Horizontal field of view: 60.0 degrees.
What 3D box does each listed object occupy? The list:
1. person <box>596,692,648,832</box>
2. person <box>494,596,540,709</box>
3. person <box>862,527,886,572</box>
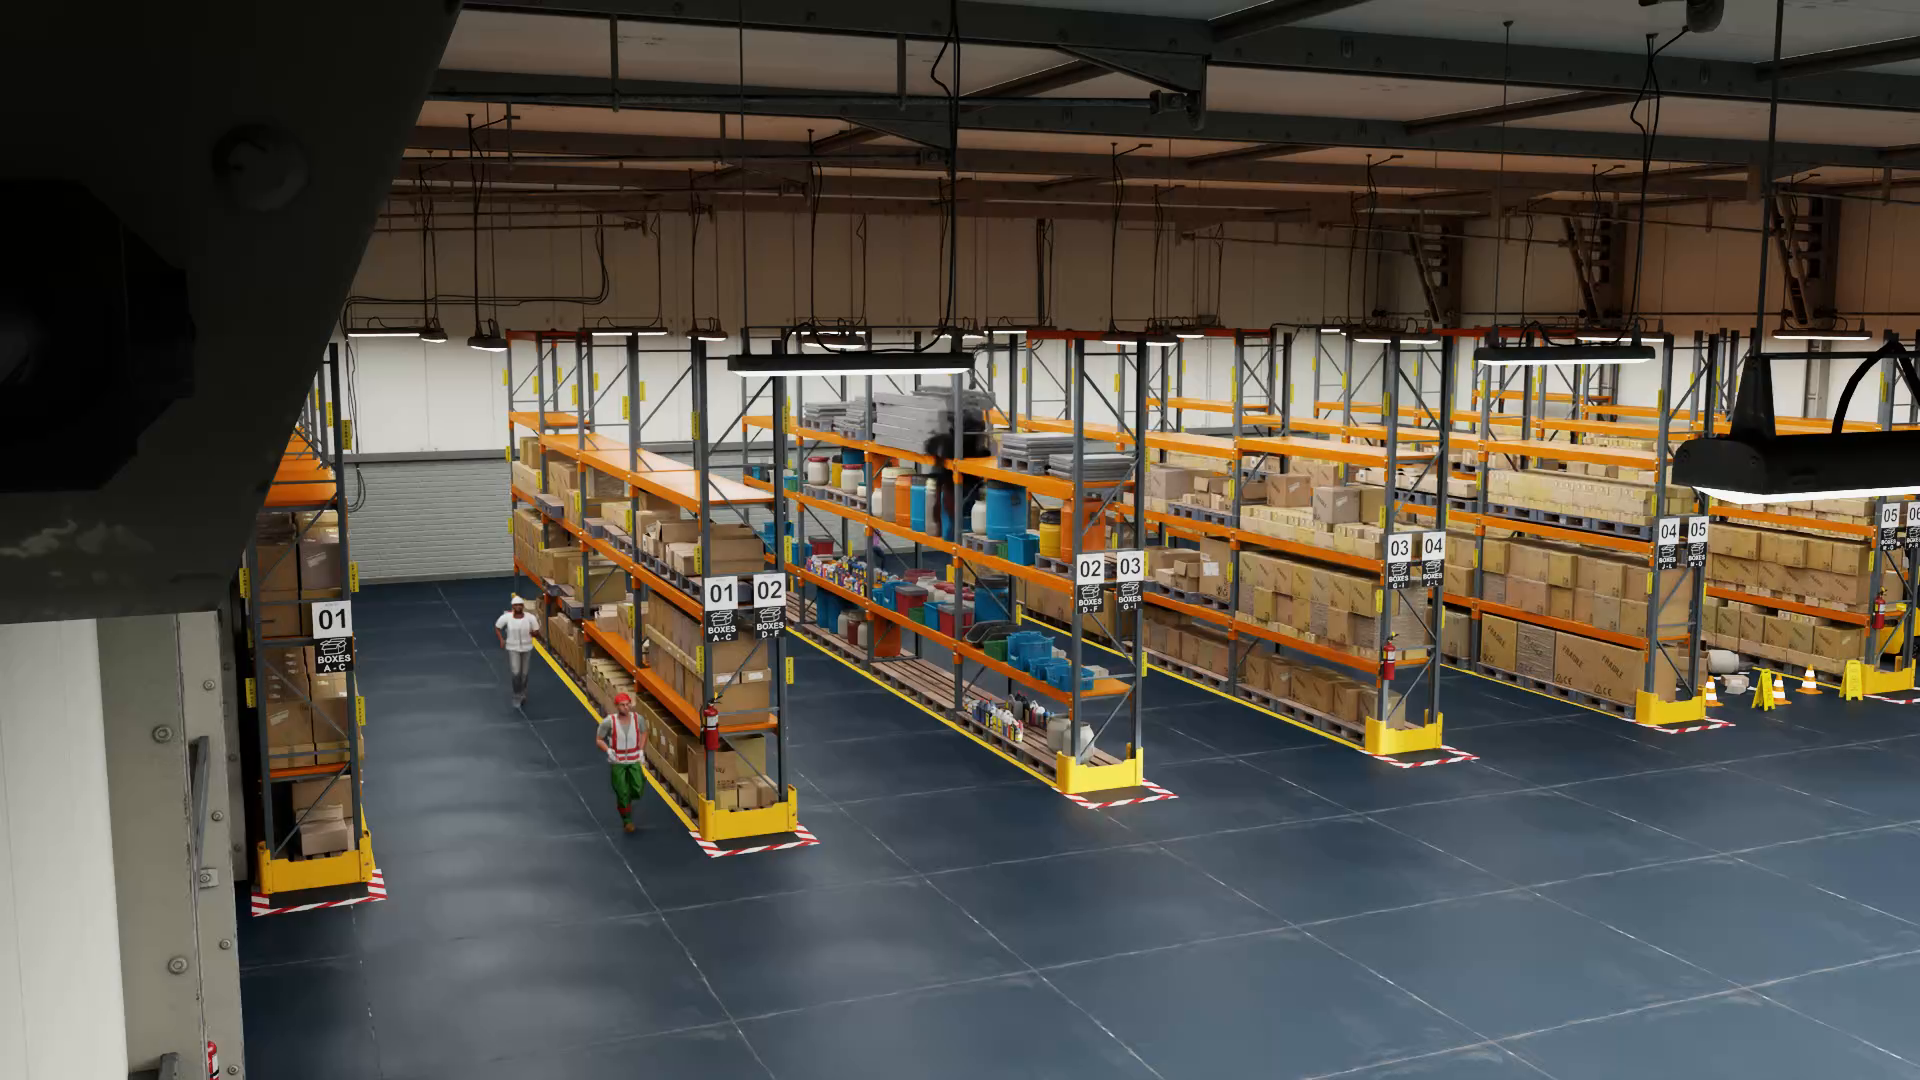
[{"bbox_3d":[-4.112,2.719,20.371,0.660,1.744,0.614,-3,8,-23],"label":"person"},{"bbox_3d":[-7.124,1.813,26.901,0.674,1.815,0.703,-4,9,-26],"label":"person"},{"bbox_3d":[-2.118,0.179,39.543,0.830,1.638,0.509,-2,8,-12],"label":"person"}]
